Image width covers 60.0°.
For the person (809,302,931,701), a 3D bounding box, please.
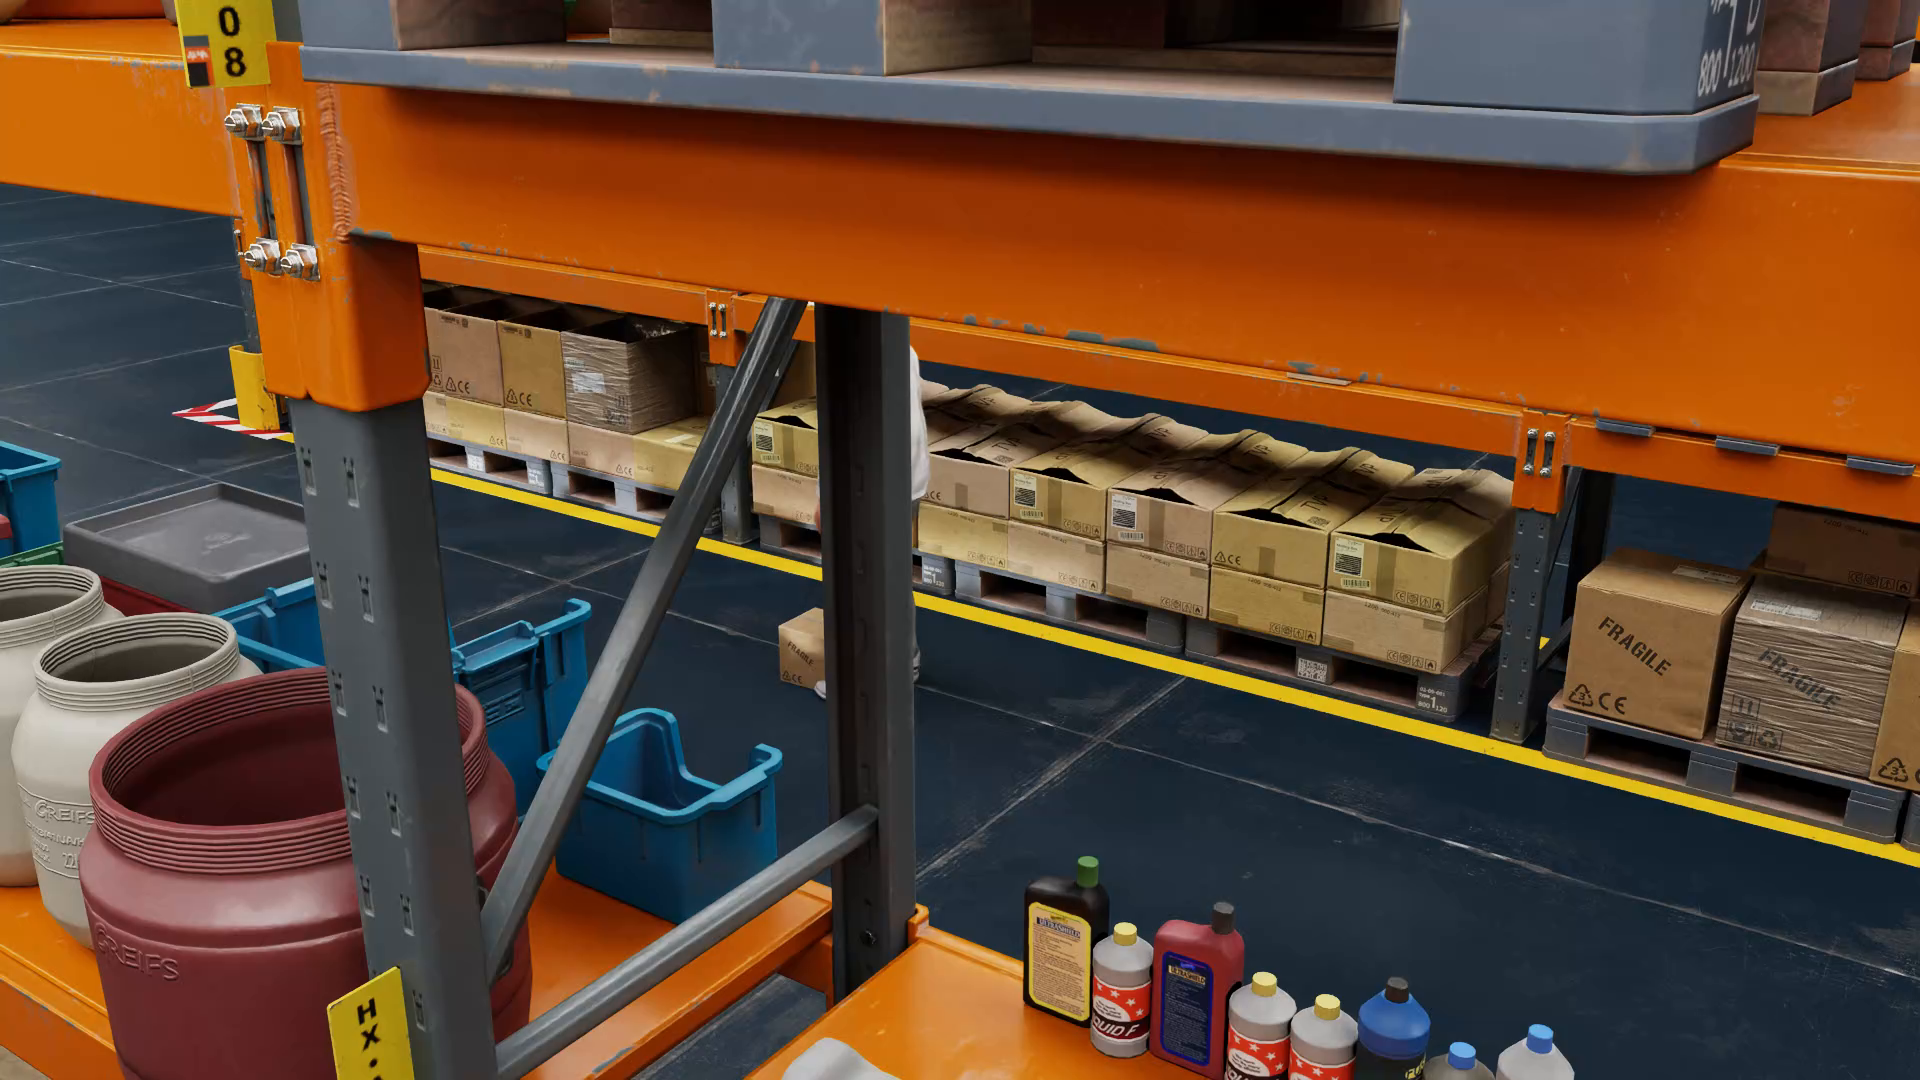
[{"bbox_3d":[-0.361,-0.208,6.613,0.460,1.772,0.581,13,23,32],"label":"person"}]
